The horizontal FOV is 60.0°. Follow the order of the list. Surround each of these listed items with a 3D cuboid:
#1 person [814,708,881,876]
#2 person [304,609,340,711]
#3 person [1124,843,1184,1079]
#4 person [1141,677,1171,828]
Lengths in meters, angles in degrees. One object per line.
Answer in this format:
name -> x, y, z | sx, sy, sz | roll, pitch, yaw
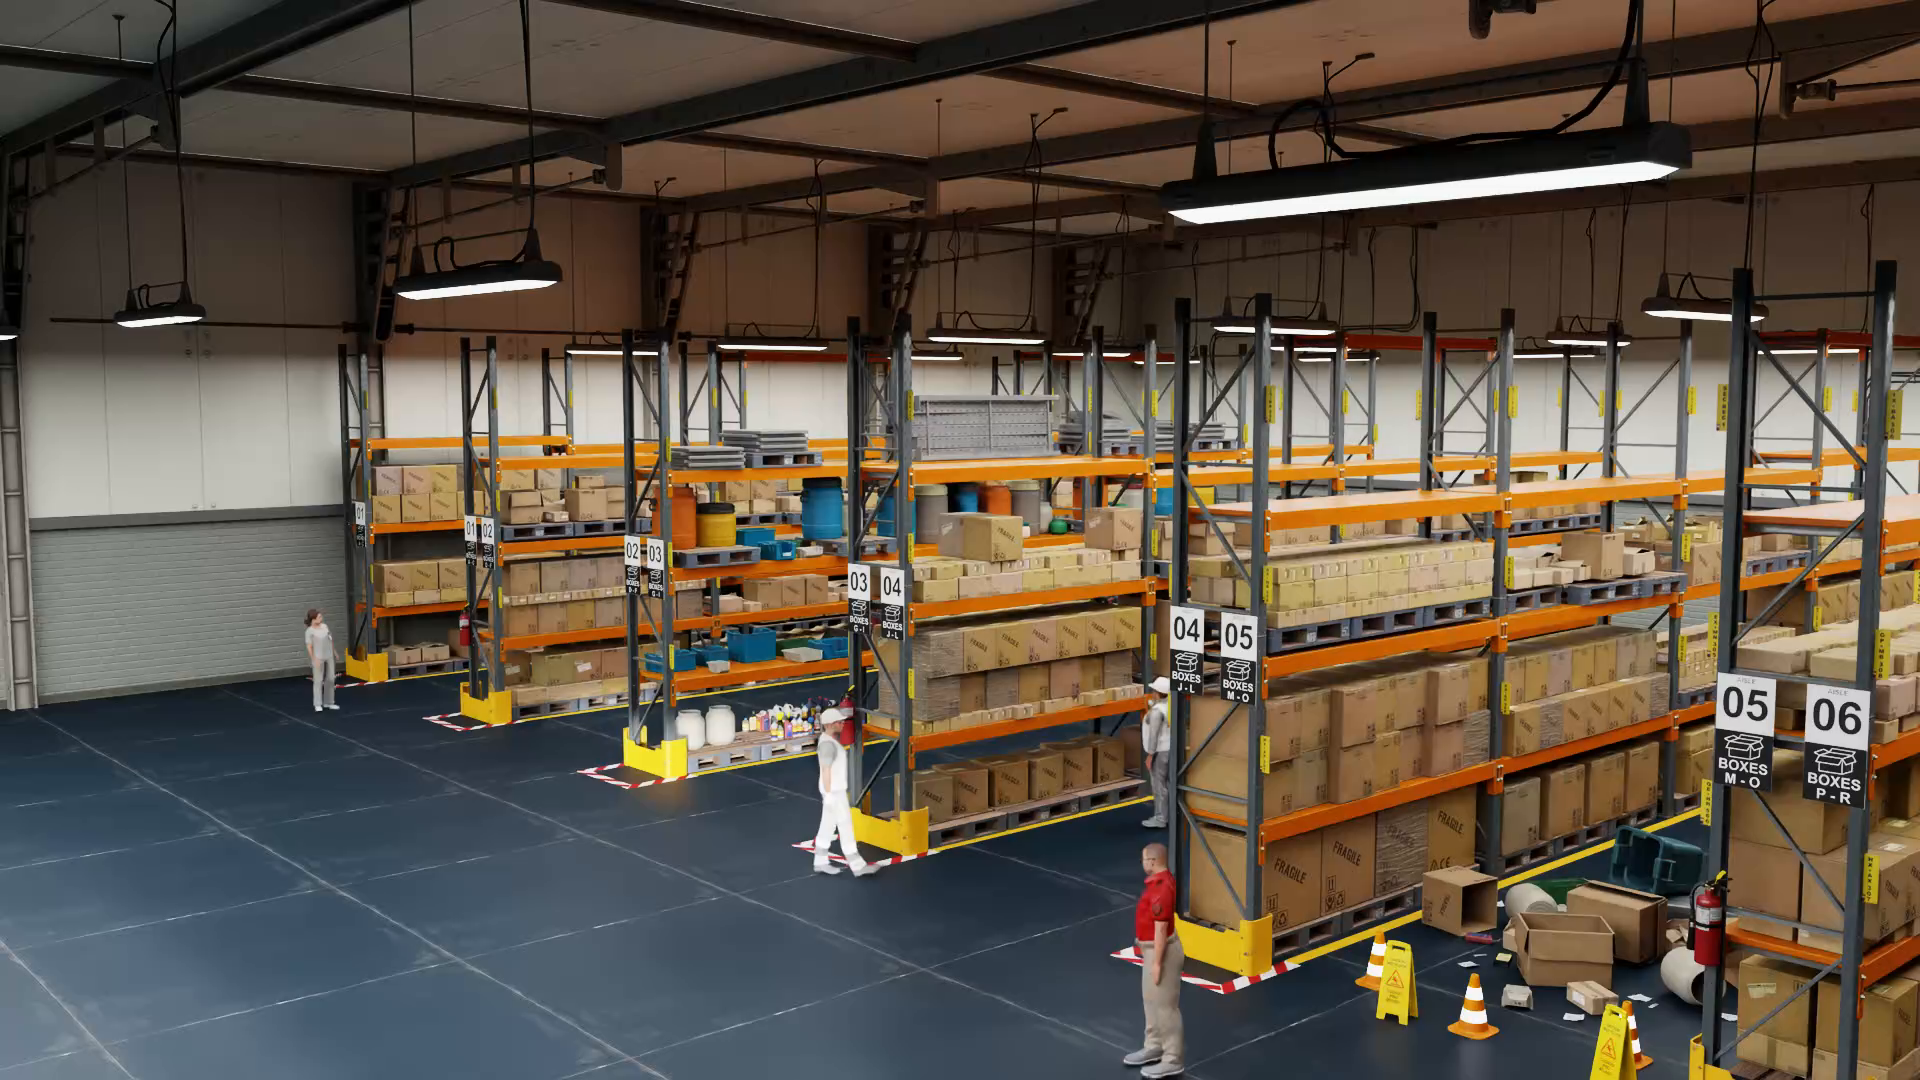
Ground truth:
person -> -1.213, 2.685, 17.749 | 0.727, 1.782, 0.599 | 0, 5, 2
person -> -10.303, 1.946, 26.900 | 0.415, 1.687, 0.578 | 3, 6, 31
person -> 1.476, 3.167, 12.650 | 0.437, 1.741, 0.557 | 0, 5, 2
person -> 2.353, 2.507, 19.738 | 0.383, 1.782, 0.573 | 1, 5, 13
